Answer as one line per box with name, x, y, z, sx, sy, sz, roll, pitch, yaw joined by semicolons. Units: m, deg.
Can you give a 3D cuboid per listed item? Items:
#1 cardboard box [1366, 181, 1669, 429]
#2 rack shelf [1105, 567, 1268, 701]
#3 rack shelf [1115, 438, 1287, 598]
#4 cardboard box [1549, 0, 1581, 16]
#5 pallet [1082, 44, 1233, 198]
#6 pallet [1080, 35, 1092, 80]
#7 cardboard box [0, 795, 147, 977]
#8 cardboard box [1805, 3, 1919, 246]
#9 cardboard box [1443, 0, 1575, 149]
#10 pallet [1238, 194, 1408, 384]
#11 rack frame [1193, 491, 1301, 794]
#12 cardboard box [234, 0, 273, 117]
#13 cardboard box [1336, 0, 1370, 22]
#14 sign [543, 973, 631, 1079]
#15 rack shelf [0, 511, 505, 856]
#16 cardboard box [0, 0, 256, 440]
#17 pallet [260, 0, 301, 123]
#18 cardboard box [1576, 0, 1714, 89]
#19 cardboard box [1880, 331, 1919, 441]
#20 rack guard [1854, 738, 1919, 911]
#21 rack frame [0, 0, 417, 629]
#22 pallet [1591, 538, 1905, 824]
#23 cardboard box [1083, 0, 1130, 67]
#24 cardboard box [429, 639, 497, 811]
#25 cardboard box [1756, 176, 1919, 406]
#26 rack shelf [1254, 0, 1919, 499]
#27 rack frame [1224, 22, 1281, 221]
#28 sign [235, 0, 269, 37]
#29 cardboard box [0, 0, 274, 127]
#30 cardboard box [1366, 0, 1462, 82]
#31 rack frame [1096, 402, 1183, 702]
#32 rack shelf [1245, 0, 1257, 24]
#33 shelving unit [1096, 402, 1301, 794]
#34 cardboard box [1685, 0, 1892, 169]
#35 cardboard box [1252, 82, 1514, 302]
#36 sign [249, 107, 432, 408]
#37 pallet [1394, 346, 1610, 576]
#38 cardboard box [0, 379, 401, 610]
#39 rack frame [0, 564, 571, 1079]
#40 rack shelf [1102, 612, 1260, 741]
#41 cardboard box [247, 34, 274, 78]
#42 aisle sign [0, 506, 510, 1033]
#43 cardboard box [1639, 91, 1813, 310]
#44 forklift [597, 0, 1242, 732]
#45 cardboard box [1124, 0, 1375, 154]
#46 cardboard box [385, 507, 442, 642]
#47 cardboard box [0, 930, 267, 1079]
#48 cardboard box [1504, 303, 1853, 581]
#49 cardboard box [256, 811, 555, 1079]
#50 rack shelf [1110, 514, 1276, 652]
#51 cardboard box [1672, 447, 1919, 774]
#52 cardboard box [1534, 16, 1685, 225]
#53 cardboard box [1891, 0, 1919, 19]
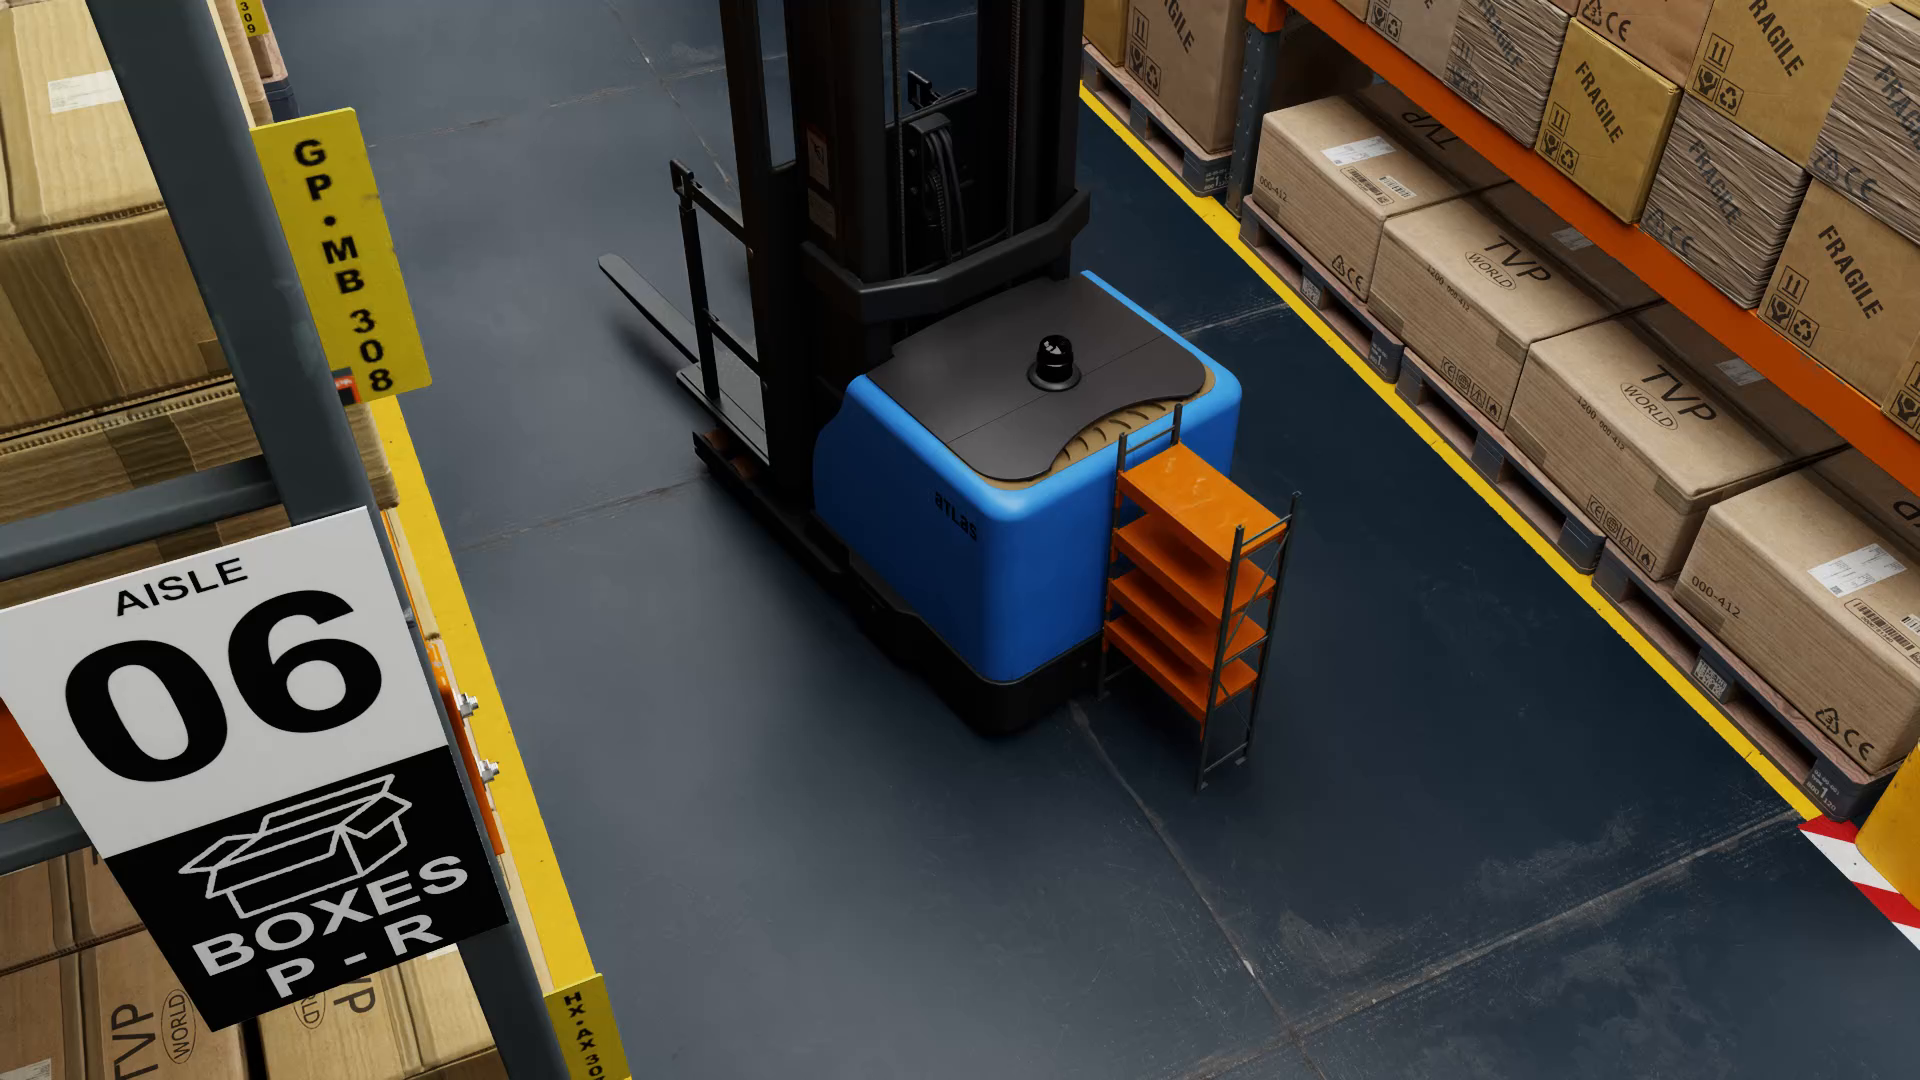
cardboard box;2.269;-0.980;6.633;0.875;0.438;0.875;-19;48;-19
rack shelf;0.712;0.255;5.233;0.258;0.148;0.480;-28;51;-26
rack shelf;0.712;-0.072;4.910;0.258;0.148;0.480;-28;51;-26
cardboard box;2.118;-2.108;5.467;0.500;0.500;0.500;-17;47;-17
pallet;1.333;-2.221;8.351;1.003;0.211;1.213;-18;47;-17
pallet;0.816;-3.000;9.140;1.003;0.211;1.213;-18;47;-17
cardboard box;-1.744;0.676;3.324;0.500;0.250;0.500;-18;47;-17
cardboard box;2.742;-1.148;4.495;0.500;0.500;0.500;-18;47;-17
cardboard box;2.097;-1.763;5.830;0.500;0.500;0.500;-18;47;-17
pallet;1.974;-1.244;7.361;1.003;0.211;1.213;-18;47;-17
rack frame;0.860;0.344;5.047;0.240;1.200;0.015;-28;51;-26
cardboard box;-1.469;-0.859;2.744;0.500;0.250;0.500;-19;48;-19
cardboard box;1.685;-2.404;6.479;0.500;0.500;0.500;-17;47;-16
sign;-0.602;0.804;2.683;0.100;0.325;0.005;-18;47;-17
rack shelf;-1.935;-0.814;3.315;1.077;0.370;4.000;-18;47;-17
cardboard box;-1.053;-0.382;1.905;0.500;0.250;0.500;-19;48;-18
pallet;-3.013;-1.750;6.024;1.003;0.211;1.213;-18;47;-17
cardboard box;2.328;-1.786;5.141;0.500;0.500;0.500;-18;47;-18
cardboard box;2.965;-0.460;4.510;0.500;0.500;0.500;-18;47;-17
rack guard;3.418;0.709;5.175;1.175;0.500;0.348;-18;47;-17
rack frame;-1.094;-0.863;0.717;1.000;3.000;0.127;-18;47;-17
pallet;3.000;0.311;5.785;1.003;0.211;1.213;-18;47;-17
cardboard box;1.006;-3.083;8.452;0.875;0.875;0.875;-17;47;-16
cardboard box;-1.253;0.530;3.472;0.500;0.250;0.500;-18;47;-17
cardboard box;2.767;-0.785;4.838;0.500;0.500;0.500;-19;48;-18
rack shelf;2.567;-1.214;5.857;1.077;0.370;4.000;-18;47;-17
rack frame;1.726;-2.745;6.896;1.000;3.000;0.127;-18;47;-17
sign;-2.287;-1.750;5.271;0.100;0.325;0.005;-18;47;-17
cardboard box;-1.250;-0.712;2.239;0.500;0.250;0.500;-18;47;-18
cardboard box;1.893;-2.082;6.153;0.500;0.500;0.500;-18;47;-17
rack frame;0.565;0.071;5.324;0.240;1.200;0.015;-28;51;-26
rack shelf;0.885;-3.763;8.440;1.077;0.370;4.000;-18;47;-17
shelving unit;0.712;0.207;5.186;0.258;1.200;0.503;-28;51;-26
cardboard box;2.537;-1.465;4.816;0.500;0.500;0.500;-18;47;-18
cardboard box;1.892;-1.550;7.211;0.875;0.438;0.875;-19;48;-18
sign;-0.602;-0.267;1.627;0.100;0.325;0.005;-18;47;-17
pallet;2.491;-0.466;6.572;1.003;0.211;1.213;-18;47;-17
cardboard box;-1.033;-0.211;2.088;0.500;0.250;0.500;-19;48;-18
rack frame;-1.094;1.273;2.825;1.000;3.000;0.127;-18;47;-17
rack shelf;0.712;0.396;5.372;0.258;0.148;0.480;-28;51;-26
cardboard box;-2.777;-1.836;5.605;0.700;0.500;0.500;-17;47;-16
aisle sign;-0.799;0.304;1.955;0.394;0.787;0.004;-18;47;-17
cardboard box;2.542;-1.110;5.168;0.500;0.500;0.500;-17;47;-16
forklift;-0.382;-1.396;5.578;1.130;2.935;3.031;-28;51;-26
cardboard box;1.392;-2.509;7.871;0.875;0.875;0.875;-17;47;-16
cardboard box;-1.469;0.208;3.798;0.500;0.250;0.500;-19;48;-18
cardboard box;-1.529;1.005;2.990;0.500;0.250;0.500;-17;47;-16
cardboard box;2.647;-0.405;6.050;0.875;0.438;0.875;-17;47;-16
cardboard box;-1.041;0.851;3.146;0.500;0.250;0.500;-18;47;-17
rack shelf;0.712;0.096;5.076;0.258;0.148;0.480;-28;51;-26
cardboard box;3.039;0.176;5.461;0.875;0.438;0.875;-20;48;-19
cardboard box;2.313;-1.435;5.497;0.500;0.500;0.500;-17;47;-16
cardboard box;2.693;-1.455;4.344;0.380;0.149;0.250;-17;47;-17
